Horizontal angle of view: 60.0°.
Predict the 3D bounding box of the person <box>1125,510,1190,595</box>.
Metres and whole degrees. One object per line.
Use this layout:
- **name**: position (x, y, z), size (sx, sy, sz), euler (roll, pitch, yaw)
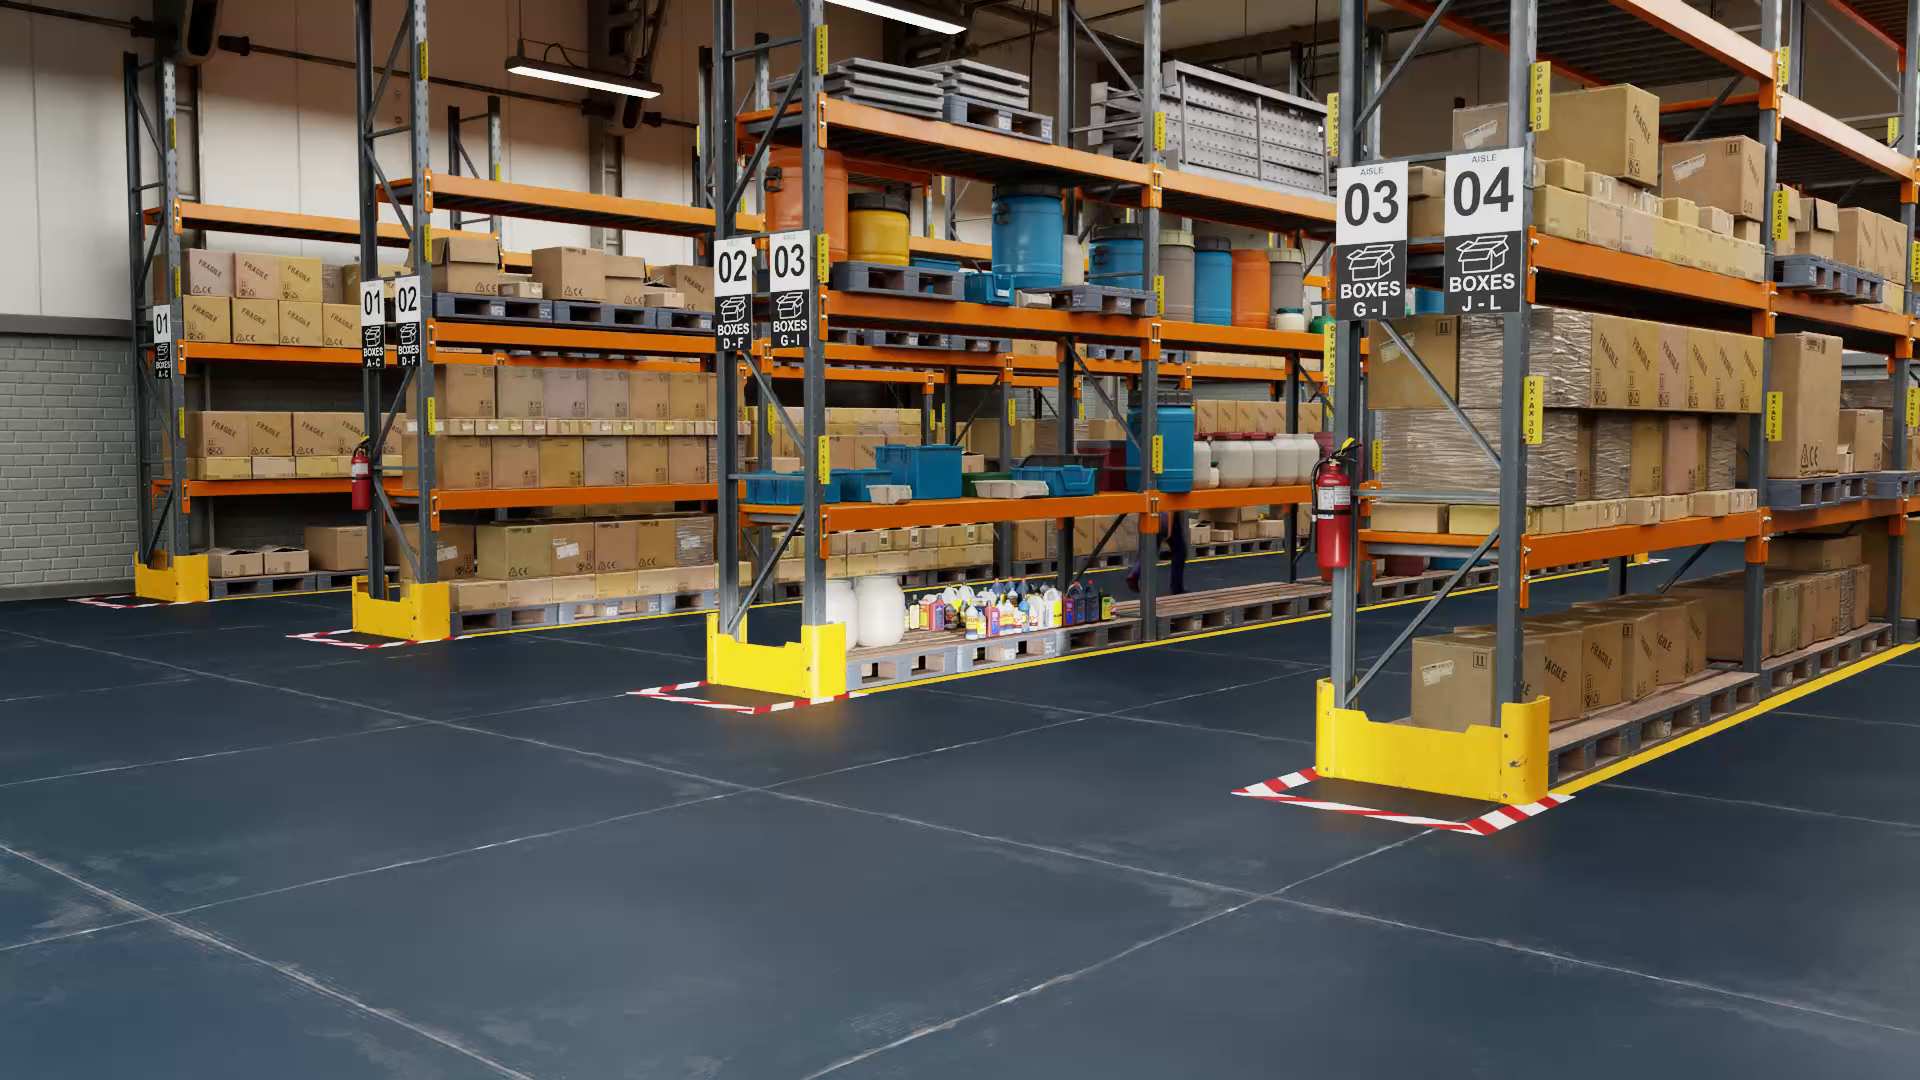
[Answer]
- **person**: position (2.187, -0.167, 18.174), size (0.469, 1.587, 0.888), euler (3, 5, 42)
